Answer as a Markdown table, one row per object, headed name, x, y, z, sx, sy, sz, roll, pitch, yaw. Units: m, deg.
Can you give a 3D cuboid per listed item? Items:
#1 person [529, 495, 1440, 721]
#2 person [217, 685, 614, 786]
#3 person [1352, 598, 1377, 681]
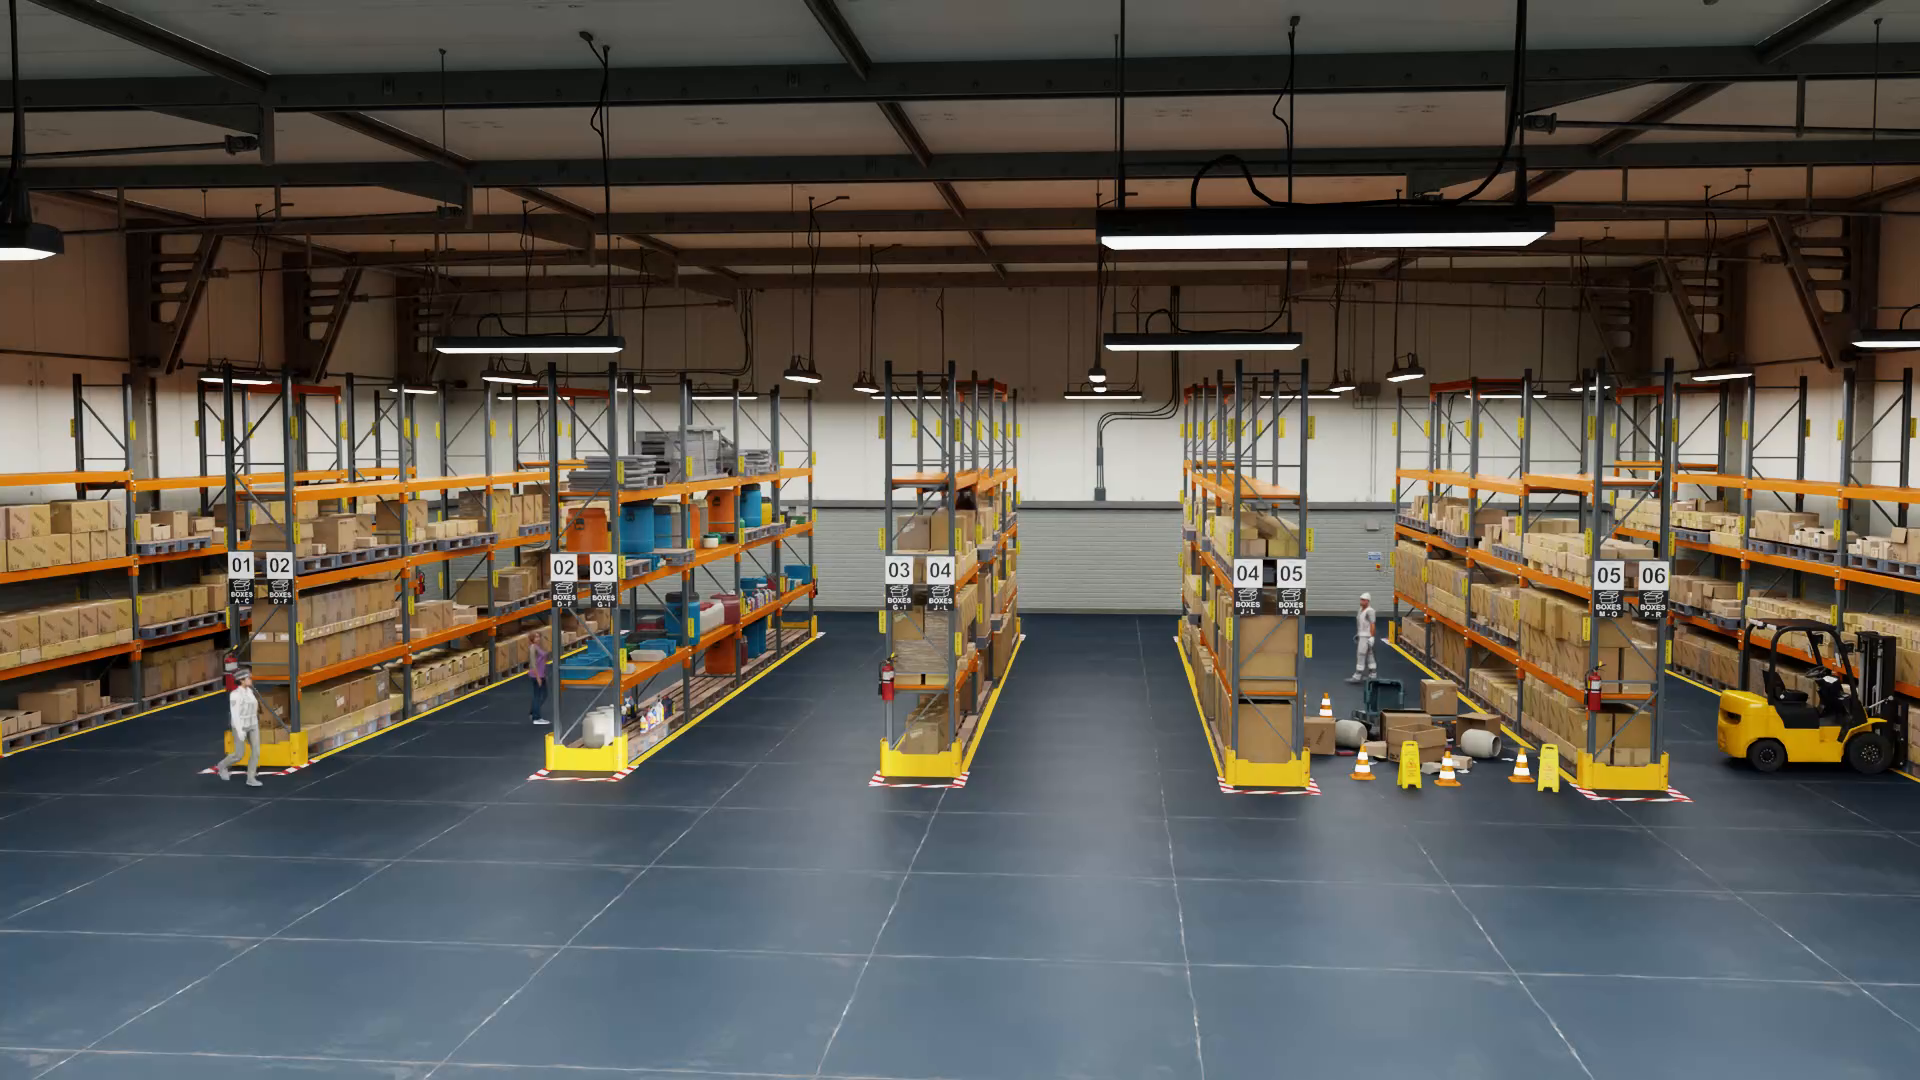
| name | x | y | z | sx | sy | sz | roll | pitch | yaw |
| --- | --- | --- | --- | --- | --- | --- | --- | --- | --- |
| person | 1.343 | 0.931 | 34.342 | 19.491 | 3.479 | 8.860 | -1 | 4 | -12 |
| person | -7.799 | 2.678 | 24.598 | 3.252 | 1.377 | 4.990 | 2 | 4 | 33 |
| person | 8.060 | 1.939 | 33.107 | 0.485 | 1.684 | 0.542 | 1 | 4 | 10 |
